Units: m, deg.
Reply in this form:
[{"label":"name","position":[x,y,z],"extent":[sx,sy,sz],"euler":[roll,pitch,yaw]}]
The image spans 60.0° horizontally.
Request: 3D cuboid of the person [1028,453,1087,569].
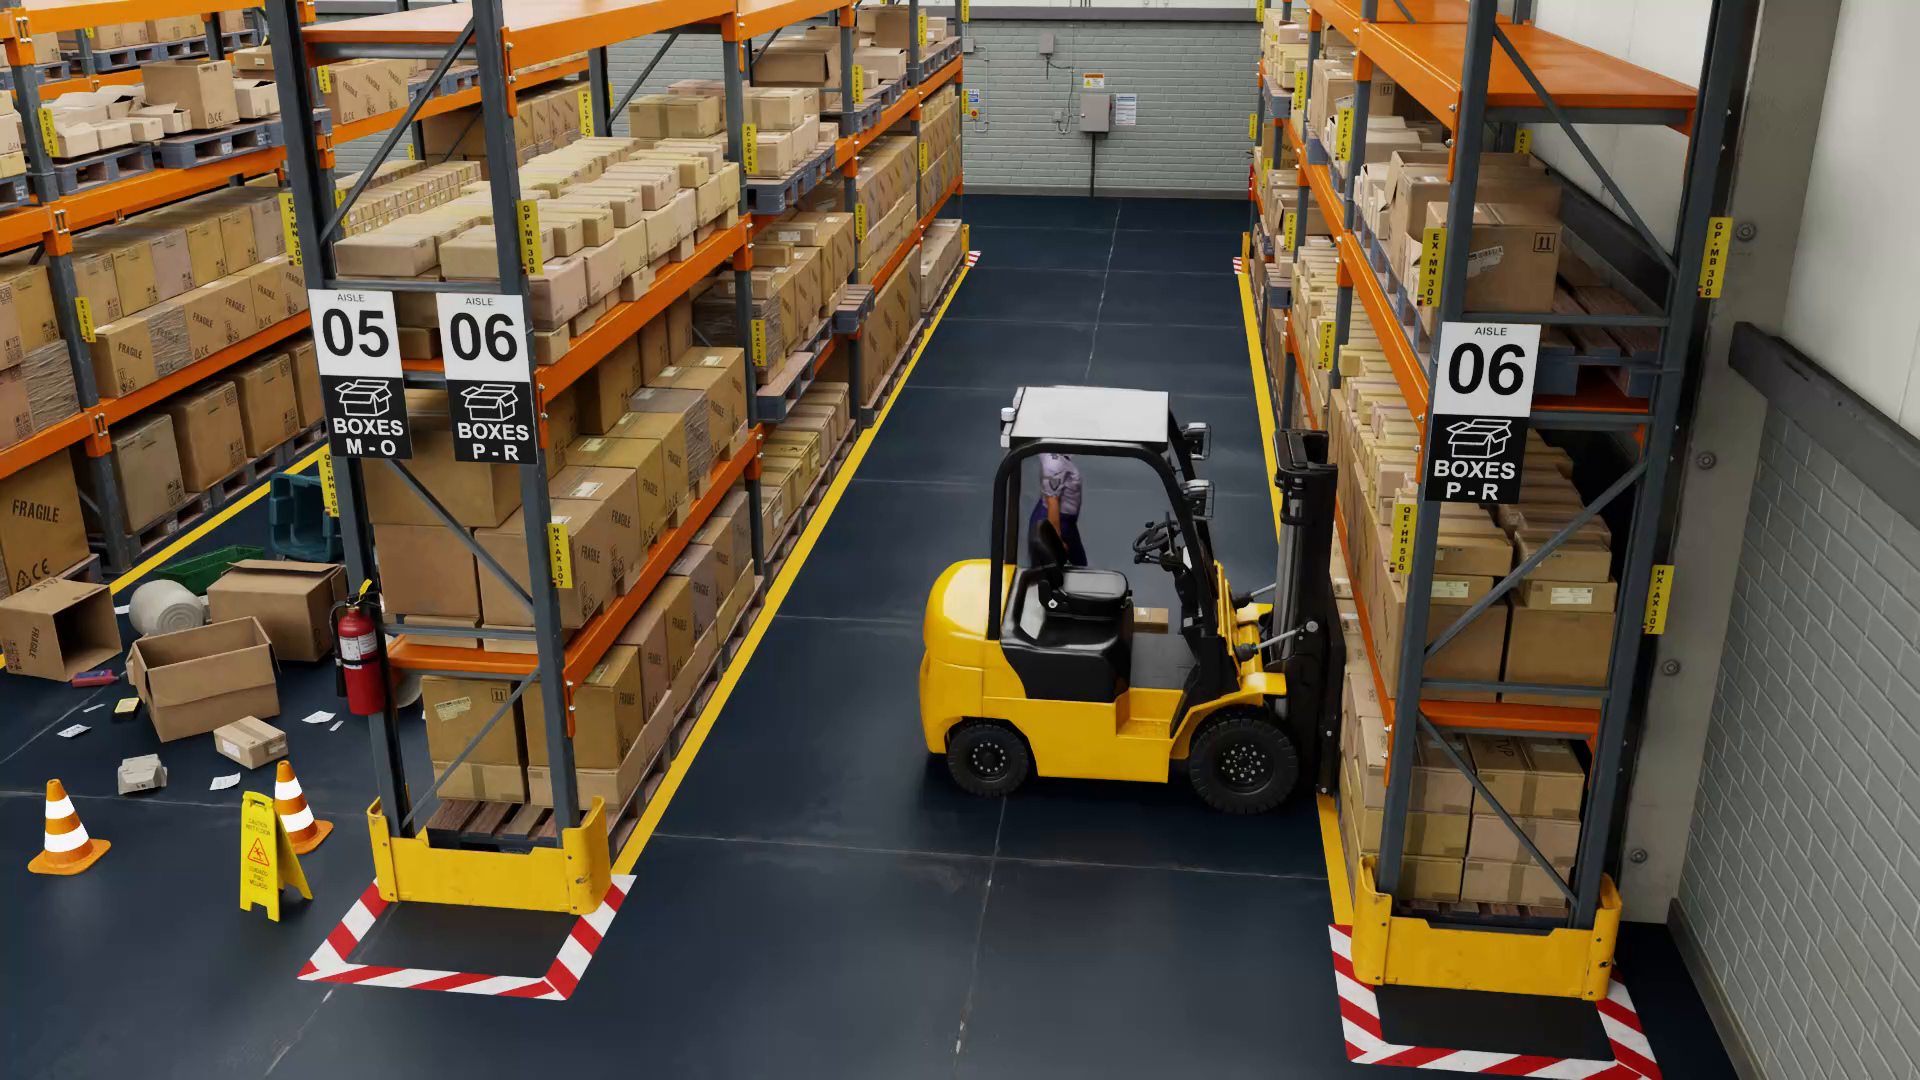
[{"label":"person","position":[0.650,-0.080,11.289],"extent":[0.872,1.611,0.537],"euler":[0,21,1]}]
